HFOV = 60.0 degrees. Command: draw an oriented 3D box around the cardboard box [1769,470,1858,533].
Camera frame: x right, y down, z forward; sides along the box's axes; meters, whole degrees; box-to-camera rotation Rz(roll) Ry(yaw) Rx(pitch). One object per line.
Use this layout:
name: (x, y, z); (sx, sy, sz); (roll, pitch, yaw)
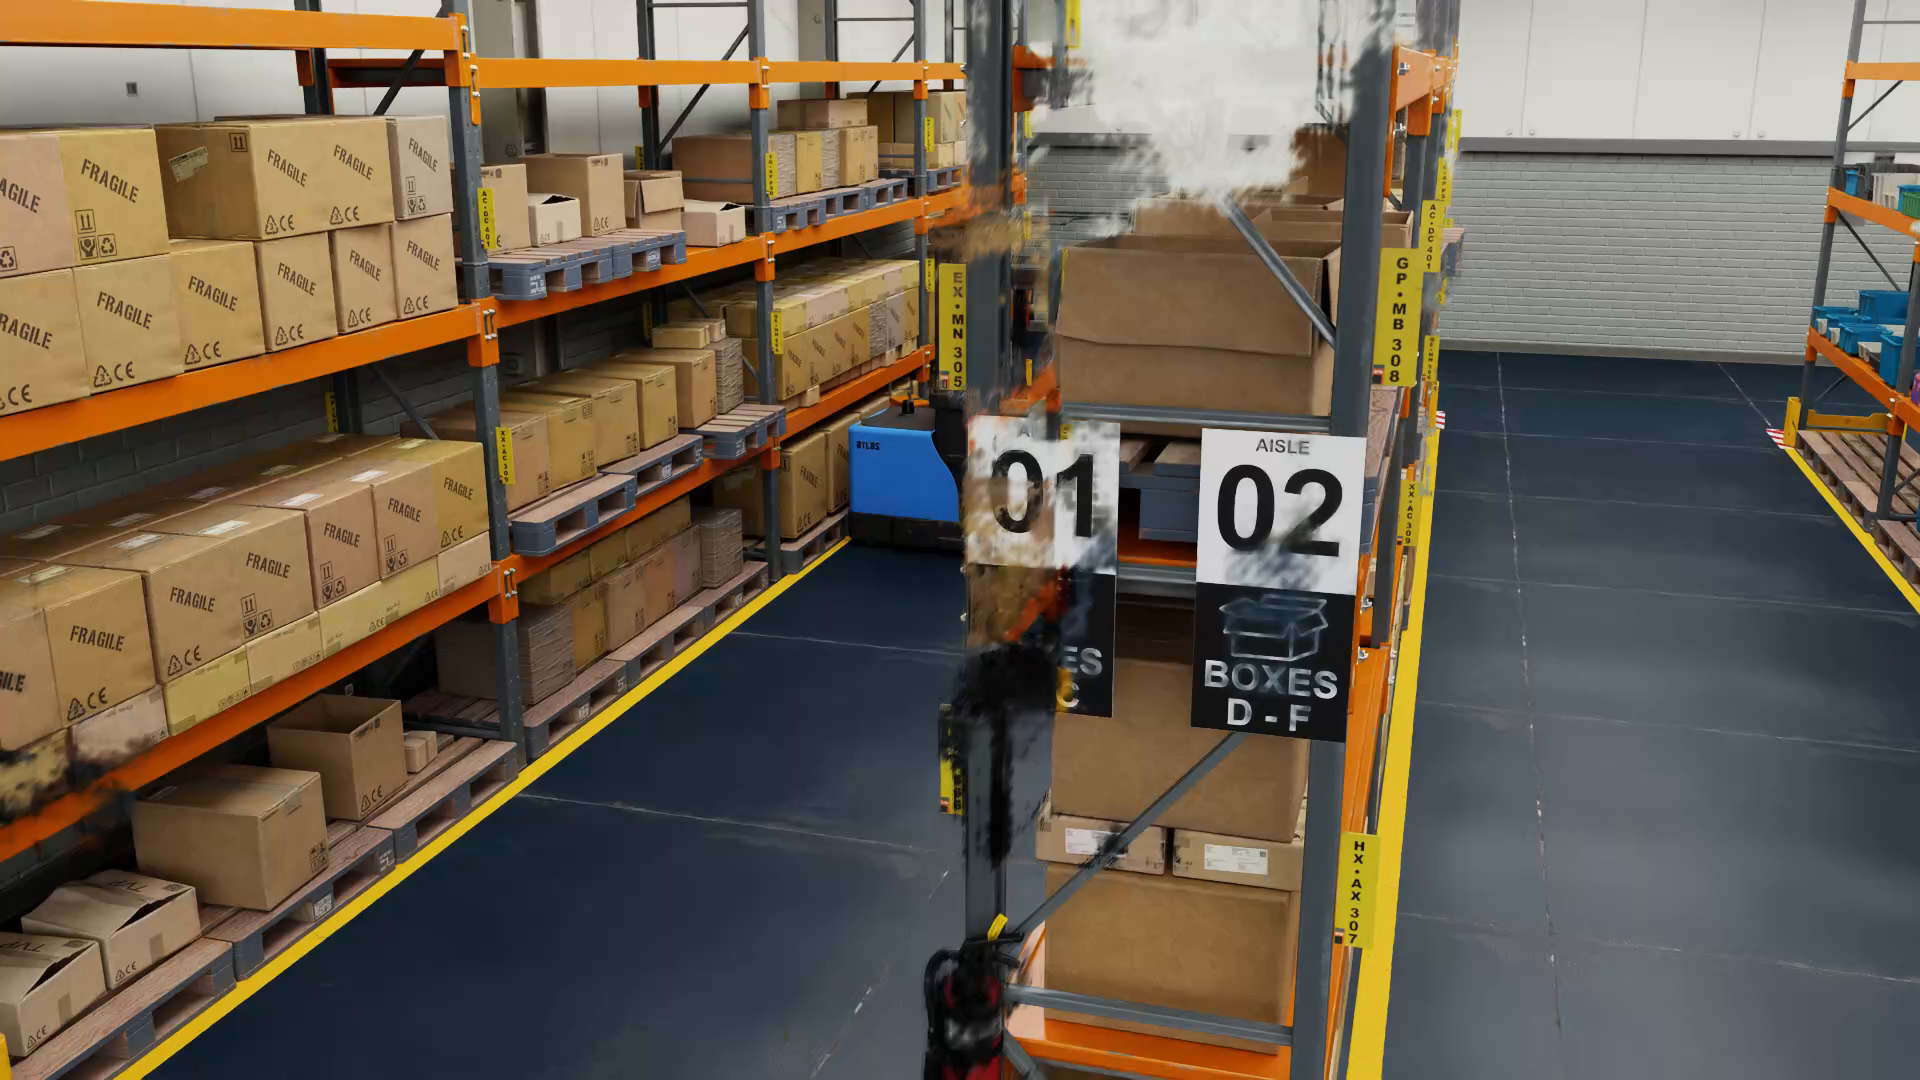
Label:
cardboard box: (3.804, -3.329, 15.847); (0.500, 0.250, 0.500); (5, 16, 16)

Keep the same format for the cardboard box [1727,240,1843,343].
cardboard box: (4.704, -4.569, 17.928); (0.700, 0.500, 0.500); (5, 16, 16)

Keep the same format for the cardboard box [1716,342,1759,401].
cardboard box: (4.377, -4.092, 17.622); (0.500, 0.250, 0.500); (5, 16, 16)

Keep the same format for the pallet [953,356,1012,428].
pallet: (-0.238, -4.125, 18.542); (1.003, 0.211, 1.213); (5, 16, 16)

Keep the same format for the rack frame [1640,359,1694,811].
rack frame: (5.058, -2.857, 19.404); (1.000, 3.000, 0.127); (5, 16, 16)

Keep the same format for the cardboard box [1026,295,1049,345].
cardboard box: (0.353, -4.649, 19.547); (0.500, 0.250, 0.500); (5, 17, 18)

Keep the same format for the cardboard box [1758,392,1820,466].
cardboard box: (3.944, -3.700, 16.240); (0.500, 0.250, 0.500); (5, 16, 16)

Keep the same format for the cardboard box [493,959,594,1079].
cardboard box: (-1.425, -1.591, 14.177); (0.500, 0.500, 0.500); (5, 17, 18)

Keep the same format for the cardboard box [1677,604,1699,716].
cardboard box: (4.392, -2.543, 18.114); (0.500, 0.500, 0.500); (5, 16, 16)

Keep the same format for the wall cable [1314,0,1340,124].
wall cable: (4.851, -8.304, 24.050); (3.097, 2.526, 0.112); (5, 16, 16)

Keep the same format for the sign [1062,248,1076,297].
sign: (0.823, -5.025, 20.074); (0.100, 0.325, 0.005); (5, 16, 16)

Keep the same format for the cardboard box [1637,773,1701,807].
cardboard box: (4.609, -1.614, 19.441); (0.380, 0.149, 0.250); (5, 16, 16)

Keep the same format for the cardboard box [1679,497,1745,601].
cardboard box: (4.537, -3.153, 18.432); (0.500, 0.500, 0.500); (5, 17, 16)

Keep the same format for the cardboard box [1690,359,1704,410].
cardboard box: (4.668, -4.113, 18.611); (0.500, 0.250, 0.500); (5, 16, 16)

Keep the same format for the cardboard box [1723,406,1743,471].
cardboard box: (4.237, -3.721, 17.229); (0.500, 0.250, 0.500); (5, 16, 16)

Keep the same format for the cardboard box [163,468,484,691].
cardboard box: (-1.783, -3.124, 13.859); (0.700, 0.500, 0.500); (4, 16, 13)

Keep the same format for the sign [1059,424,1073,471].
sign: (0.823, -3.865, 20.403); (0.100, 0.325, 0.005); (5, 16, 16)

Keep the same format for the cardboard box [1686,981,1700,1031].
cardboard box: (3.860, -0.924, 17.009); (0.380, 0.149, 0.250); (5, 16, 16)

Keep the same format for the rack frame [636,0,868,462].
rack frame: (-0.830, -5.080, 16.247); (1.000, 3.000, 0.127); (5, 16, 16)

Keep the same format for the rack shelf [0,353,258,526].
rack shelf: (-2.535, -2.971, 10.865); (1.077, 0.370, 4.000); (5, 16, 16)

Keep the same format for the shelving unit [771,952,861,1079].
shelving unit: (-0.441, -0.871, 15.679); (0.258, 1.200, 0.503); (-10, 18, -22)

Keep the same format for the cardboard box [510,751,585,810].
cardboard box: (-1.642, -2.250, 15.125); (0.500, 0.250, 0.500); (4, 16, 15)

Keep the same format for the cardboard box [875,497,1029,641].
cardboard box: (-0.024, -3.059, 19.567); (0.980, 0.700, 0.700); (4, 16, 15)

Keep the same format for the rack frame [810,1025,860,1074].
rack frame: (-0.341, -0.810, 15.464); (0.240, 1.200, 0.015); (-10, 18, -22)

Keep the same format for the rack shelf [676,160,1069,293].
rack shelf: (-0.261, -5.064, 18.244); (1.077, 0.370, 4.000); (5, 16, 16)

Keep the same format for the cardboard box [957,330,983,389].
cardboard box: (-0.083, -4.242, 18.112); (0.500, 0.250, 0.500); (4, 16, 14)

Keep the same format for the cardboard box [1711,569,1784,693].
cardboard box: (4.103, -2.758, 17.040); (0.500, 0.500, 0.500); (5, 17, 16)

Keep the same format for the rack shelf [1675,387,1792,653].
rack shelf: (4.489, -3.430, 17.248); (1.077, 0.370, 4.000); (5, 16, 16)

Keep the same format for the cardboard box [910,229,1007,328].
cardboard box: (0.068, -4.742, 18.501); (0.500, 0.500, 0.500); (4, 16, 13)

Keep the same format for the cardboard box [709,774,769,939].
cardboard box: (-1.006, -1.989, 15.579); (0.500, 0.500, 0.500); (5, 16, 16)

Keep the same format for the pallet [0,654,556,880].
pallet: (-1.834, -2.672, 13.601); (1.213, 0.211, 1.003); (5, 17, 18)

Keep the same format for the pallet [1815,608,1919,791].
pallet: (3.376, -2.726, 13.791); (1.213, 0.211, 1.003); (5, 16, 16)

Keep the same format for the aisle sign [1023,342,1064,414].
aisle sign: (0.615, -4.486, 20.384); (0.394, 0.787, 0.004); (5, 16, 16)

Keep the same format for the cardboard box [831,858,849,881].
cardboard box: (-0.519, -1.381, 18.011); (0.700, 0.500, 0.500); (5, 17, 17)

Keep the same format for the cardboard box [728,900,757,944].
cardboard box: (-0.972, -1.707, 15.775); (0.380, 0.149, 0.250); (5, 16, 16)

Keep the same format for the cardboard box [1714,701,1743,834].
cardboard box: (3.962, -2.144, 16.708); (0.500, 0.500, 0.500); (5, 17, 17)

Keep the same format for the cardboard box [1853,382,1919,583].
cardboard box: (3.707, -3.425, 14.776); (0.600, 0.600, 0.600); (3, 16, 11)

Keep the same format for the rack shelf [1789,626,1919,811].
rack shelf: (3.353, -2.384, 13.559); (1.077, 0.370, 4.000); (5, 16, 16)

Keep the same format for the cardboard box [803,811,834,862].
cardboard box: (-0.703, -1.904, 16.468); (0.380, 0.149, 0.250); (5, 17, 17)

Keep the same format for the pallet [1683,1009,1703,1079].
pallet: (4.117, -0.648, 16.728); (1.003, 0.211, 1.213); (5, 16, 16)

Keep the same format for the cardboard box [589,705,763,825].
cardboard box: (-1.017, -2.346, 15.466); (0.500, 0.250, 0.500); (5, 17, 17)

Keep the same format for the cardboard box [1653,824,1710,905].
cardboard box: (4.347, -1.364, 18.373); (0.500, 0.250, 0.500); (5, 16, 16)

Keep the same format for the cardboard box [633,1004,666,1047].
cardboard box: (-1.225, -1.506, 15.066); (0.380, 0.149, 0.250); (5, 17, 16)

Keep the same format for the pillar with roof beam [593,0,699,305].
pillar with roof beam: (2.667, -4.996, 15.952); (9.100, 9.000, 0.400); (5, 16, 16)

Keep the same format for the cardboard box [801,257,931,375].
cardboard box: (-0.358, -4.340, 17.084); (0.500, 0.500, 0.500); (4, 16, 15)

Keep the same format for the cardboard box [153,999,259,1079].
cardboard box: (-2.086, -1.847, 13.706); (0.500, 0.250, 0.500); (5, 17, 17)

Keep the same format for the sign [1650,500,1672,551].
sign: (4.537, -3.315, 19.434); (0.100, 0.325, 0.005); (5, 16, 16)

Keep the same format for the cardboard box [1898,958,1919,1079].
cardboard box: (3.478, -1.593, 13.997); (0.700, 0.500, 0.500); (1, 16, 2)

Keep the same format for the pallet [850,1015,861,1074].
pallet: (-0.977, -0.644, 16.713); (1.003, 0.211, 1.213); (5, 16, 16)

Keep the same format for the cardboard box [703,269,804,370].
cardboard box: (-0.855, -4.376, 17.211); (0.500, 0.500, 0.500); (4, 16, 15)

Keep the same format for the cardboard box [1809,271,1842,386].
cardboard box: (4.437, -4.164, 16.499); (0.700, 0.500, 0.500); (5, 16, 16)

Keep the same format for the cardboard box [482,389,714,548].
cardboard box: (-1.281, -3.524, 15.269); (0.700, 0.500, 0.500); (4, 16, 15)

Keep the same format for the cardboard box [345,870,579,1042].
cardboard box: (-1.438, -1.948, 14.061); (0.500, 0.250, 0.500); (4, 16, 15)

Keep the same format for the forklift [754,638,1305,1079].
forklift: (0.590, -1.351, 14.222); (3.031, 2.935, 1.130); (6, 17, 19)

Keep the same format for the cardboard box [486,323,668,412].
cardboard box: (-1.348, -3.891, 15.191); (0.500, 0.250, 0.500); (4, 16, 14)

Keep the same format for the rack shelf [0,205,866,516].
rack shelf: (-1.398, -4.018, 14.555); (1.077, 0.370, 4.000); (5, 16, 16)

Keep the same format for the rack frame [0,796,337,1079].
rack frame: (-1.966, -1.147, 13.376); (1.000, 3.000, 0.127); (5, 16, 16)

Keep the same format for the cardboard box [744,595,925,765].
cardboard box: (-0.660, -2.478, 17.520); (0.980, 0.700, 0.700); (5, 17, 17)
